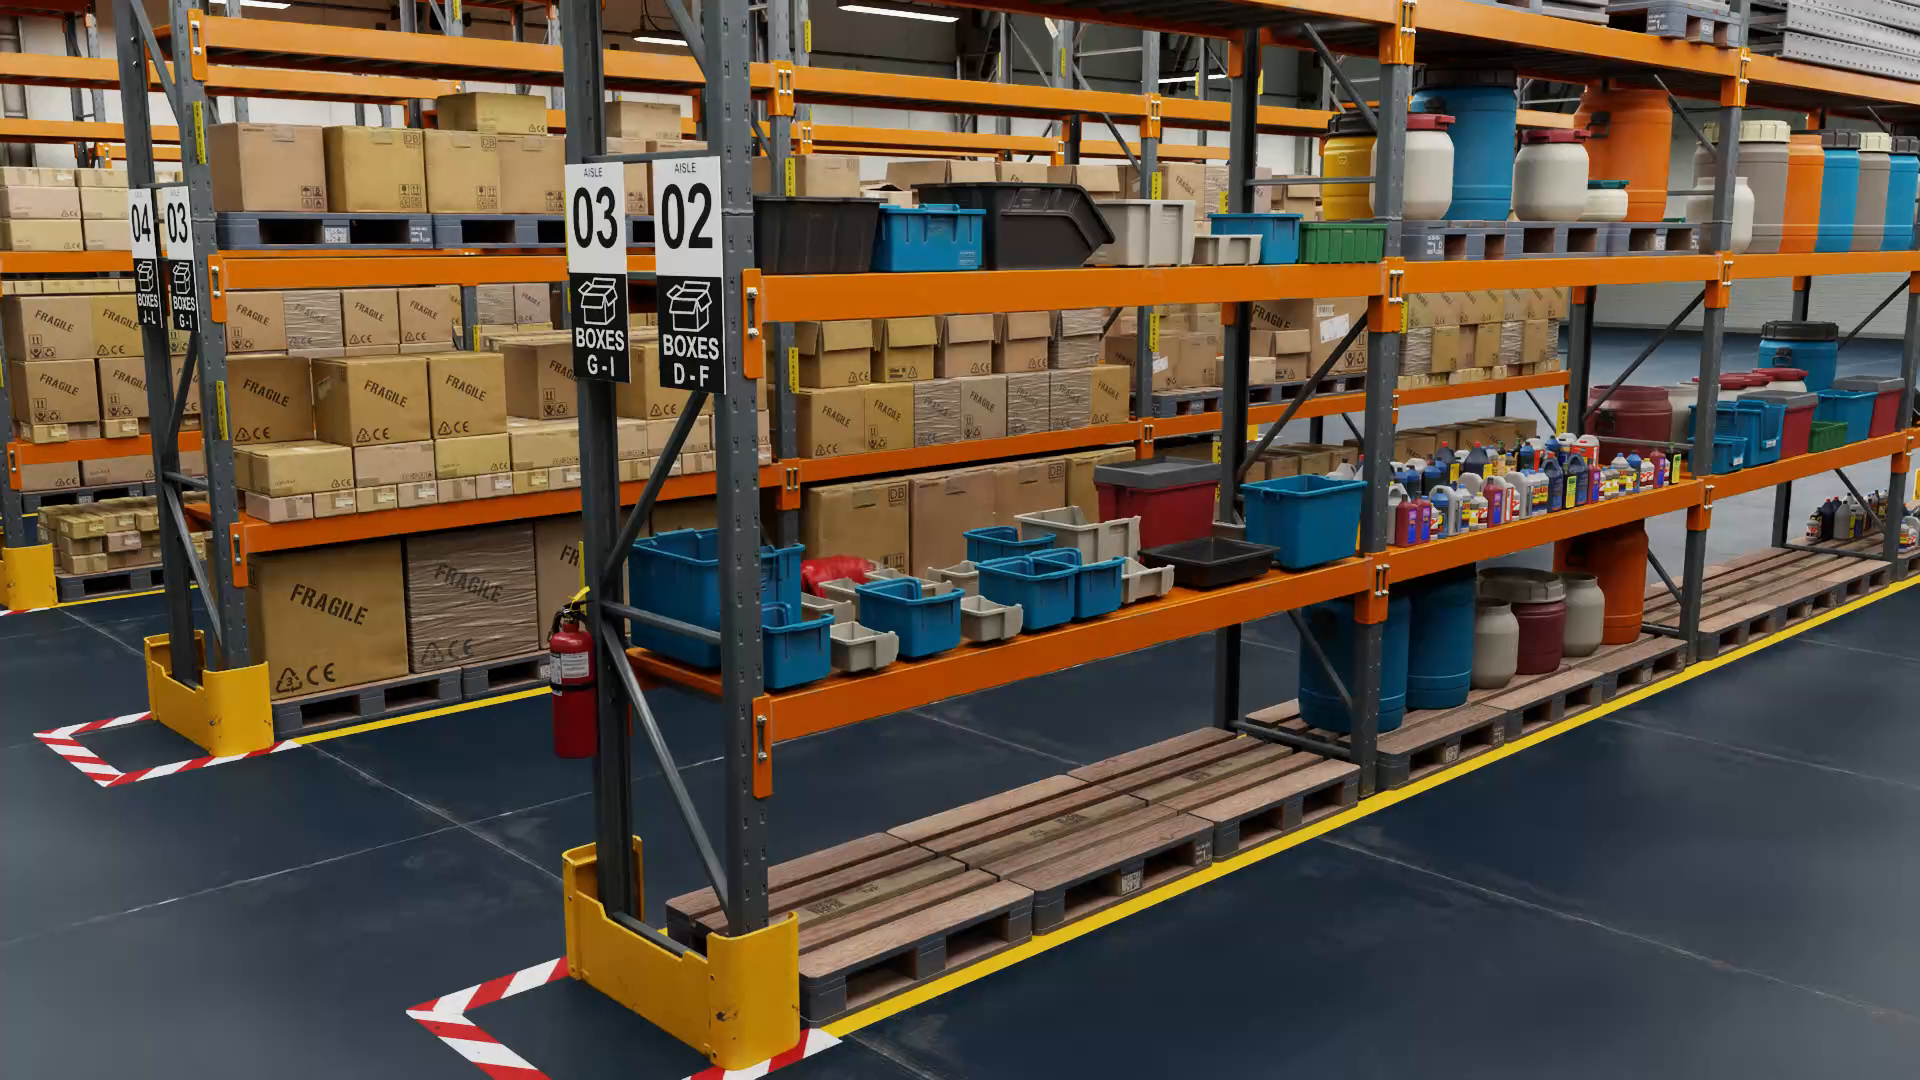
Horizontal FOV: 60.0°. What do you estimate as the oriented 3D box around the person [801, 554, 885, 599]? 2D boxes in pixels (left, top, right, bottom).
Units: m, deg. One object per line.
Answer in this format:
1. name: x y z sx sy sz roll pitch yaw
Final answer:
1. person: -0.903 0.517 11.322 0.950 0.804 0.534 -6 12 -29
